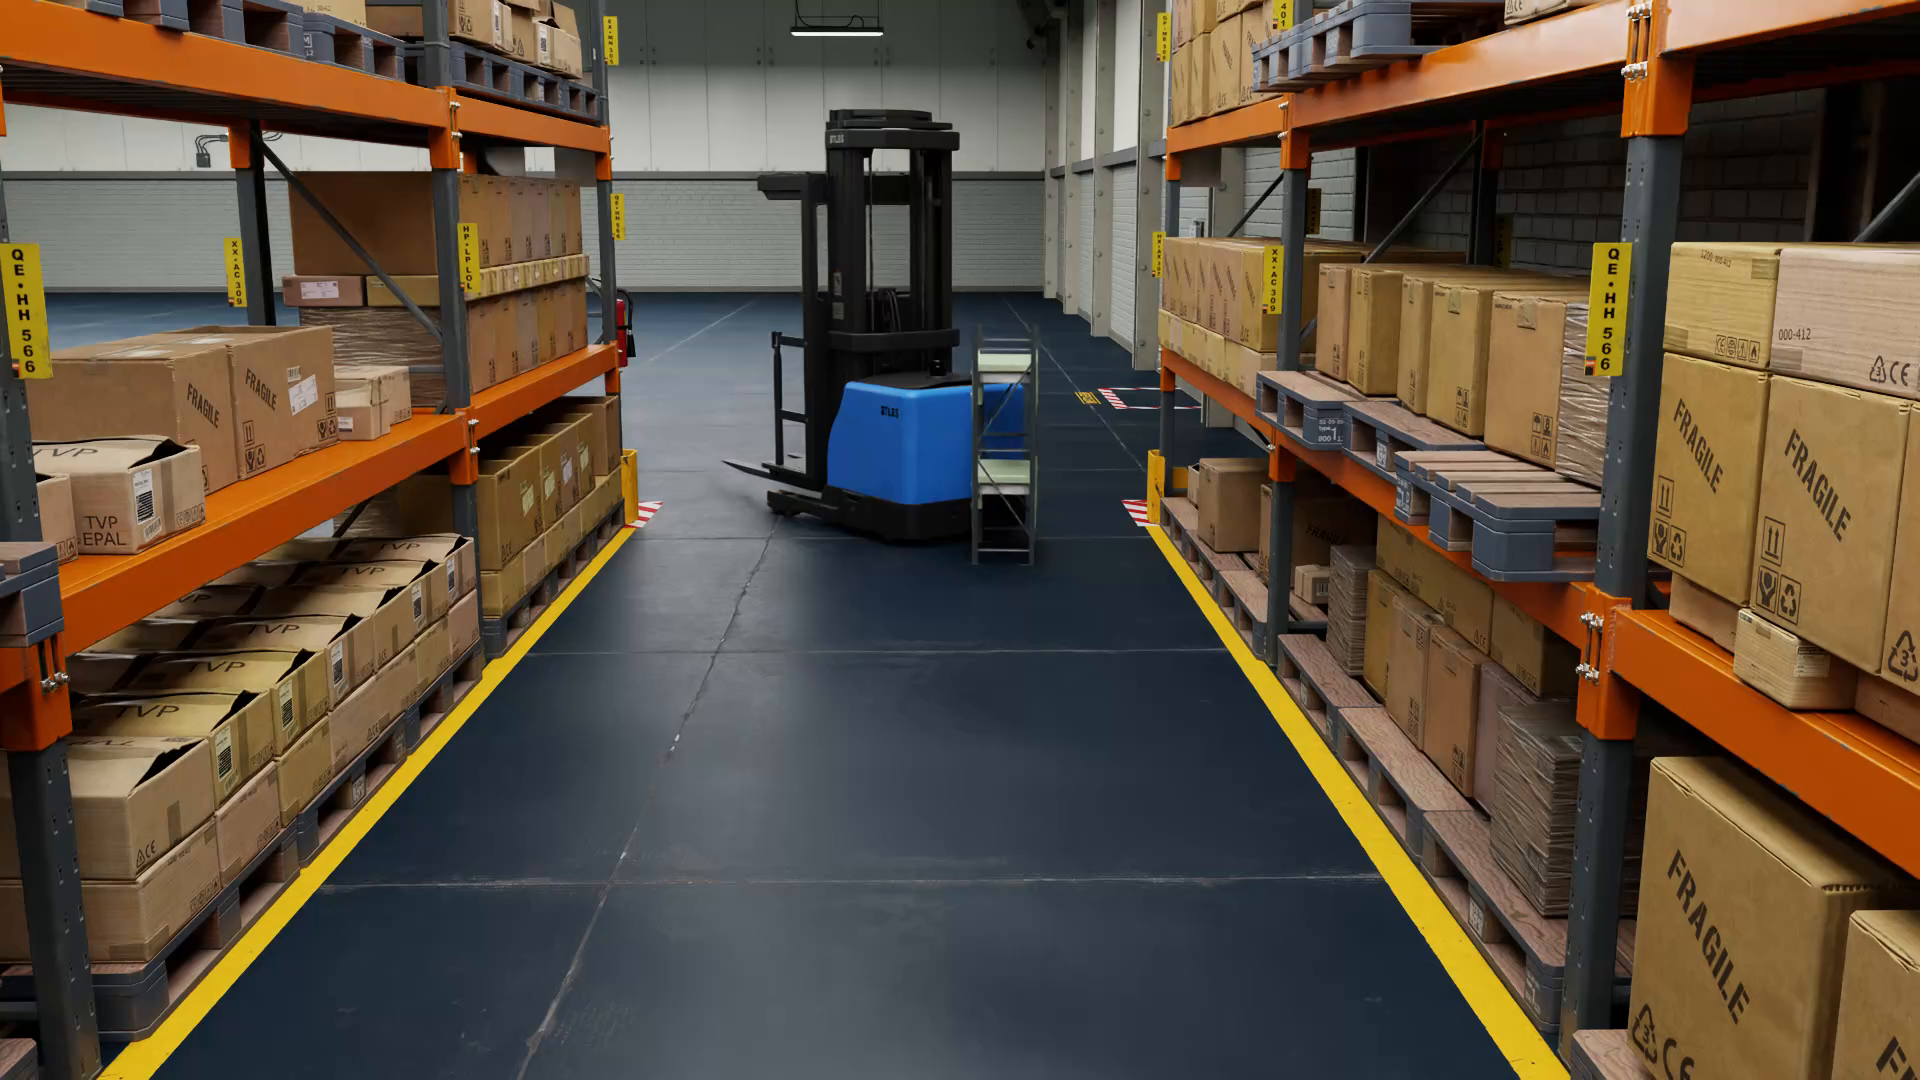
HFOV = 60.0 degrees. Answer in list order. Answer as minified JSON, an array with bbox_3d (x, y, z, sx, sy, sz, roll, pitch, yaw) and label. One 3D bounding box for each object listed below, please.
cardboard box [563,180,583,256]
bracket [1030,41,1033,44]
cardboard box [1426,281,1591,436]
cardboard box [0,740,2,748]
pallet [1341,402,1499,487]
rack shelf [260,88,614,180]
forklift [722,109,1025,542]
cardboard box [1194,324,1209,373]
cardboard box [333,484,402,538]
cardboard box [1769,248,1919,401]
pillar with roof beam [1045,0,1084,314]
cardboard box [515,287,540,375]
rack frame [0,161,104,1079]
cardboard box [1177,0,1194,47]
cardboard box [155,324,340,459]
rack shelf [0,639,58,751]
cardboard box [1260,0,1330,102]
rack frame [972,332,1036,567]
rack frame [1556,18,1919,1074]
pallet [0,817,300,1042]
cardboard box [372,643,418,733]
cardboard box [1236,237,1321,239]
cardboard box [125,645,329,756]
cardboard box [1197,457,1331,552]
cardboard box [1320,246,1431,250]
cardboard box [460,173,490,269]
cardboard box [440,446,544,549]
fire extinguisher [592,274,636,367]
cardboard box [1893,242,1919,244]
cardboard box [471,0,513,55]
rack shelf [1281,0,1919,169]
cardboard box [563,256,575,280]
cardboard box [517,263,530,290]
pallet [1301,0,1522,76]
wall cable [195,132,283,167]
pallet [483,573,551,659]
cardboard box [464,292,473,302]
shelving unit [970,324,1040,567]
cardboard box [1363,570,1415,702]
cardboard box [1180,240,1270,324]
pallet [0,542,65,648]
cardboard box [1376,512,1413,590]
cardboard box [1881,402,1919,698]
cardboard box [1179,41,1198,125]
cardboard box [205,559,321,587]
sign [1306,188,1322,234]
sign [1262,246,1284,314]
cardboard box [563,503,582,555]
[{"bbox_3d":[-2.978,-2.193,11.309,0.700,0.500,0.500,0,11,-1],"label":"cardboard box"},{"bbox_3d":[1.836,-12.599,41.977,0.076,0.066,3.189,0,11,-1],"label":"bracket"},{"bbox_3d":[2.074,-0.648,5.850,0.700,0.500,0.500,0,11,-1],"label":"cardboard box"},{"bbox_3d":[-3.068,0.743,4.803,0.500,0.311,0.500,0,11,0],"label":"cardboard box"},{"bbox_3d":[2.060,-0.342,6.181,1.003,0.211,1.213,0,11,-1],"label":"pallet"},{"bbox_3d":[-2.935,-2.331,9.772,1.077,0.370,4.000,0,11,-1],"label":"rack shelf"},{"bbox_3d":[-0.802,-1.664,12.389,1.130,2.935,3.031,-8,14,-35],"label":"forklift"},{"bbox_3d":[1.707,-1.166,10.087,0.500,0.250,0.500,0,11,-1],"label":"cardboard box"},{"bbox_3d":[-3.120,-0.233,9.136,0.500,0.500,0.500,0,11,-1],"label":"cardboard box"},{"bbox_3d":[1.905,-0.416,3.131,0.500,0.250,0.500,0,11,-2],"label":"cardboard box"},{"bbox_3d":[-1.944,-9.190,34.226,9.100,9.000,0.548,0,11,-1],"label":"pillar with roof beam"},{"bbox_3d":[-2.945,-1.260,9.974,0.700,0.500,0.500,0,11,1],"label":"cardboard box"},{"bbox_3d":[-2.811,-0.021,4.119,1.000,3.000,0.127,0,11,-1],"label":"rack frame"},{"bbox_3d":[1.701,-3.474,10.777,0.500,0.500,0.500,0,11,-2],"label":"cardboard box"},{"bbox_3d":[-2.883,-0.608,6.760,0.500,0.500,0.500,1,11,3],"label":"cardboard box"},{"bbox_3d":[-2.769,0.729,2.231,1.077,0.370,4.000,0,11,-1],"label":"rack shelf"},{"bbox_3d":[1.801,-2.466,8.325,0.500,0.500,0.500,0,11,0],"label":"cardboard box"},{"bbox_3d":[0.279,-0.568,10.587,0.400,1.500,0.023,1,11,3],"label":"rack frame"},{"bbox_3d":[2.142,-0.042,4.223,1.000,3.000,0.127,0,11,-1],"label":"rack frame"},{"bbox_3d":[-2.789,1.182,5.204,1.003,0.211,1.213,0,11,-1],"label":"pallet"},{"bbox_3d":[-2.575,0.609,6.873,0.500,0.250,0.500,0,11,0],"label":"cardboard box"},{"bbox_3d":[2.199,-1.844,11.543,0.500,0.500,0.500,0,11,-2],"label":"cardboard box"},{"bbox_3d":[-2.556,0.535,5.829,0.500,0.311,0.500,-1,11,-3],"label":"cardboard box"},{"bbox_3d":[1.878,-0.226,10.309,0.700,0.500,0.500,-1,12,-5],"label":"cardboard box"},{"bbox_3d":[2.251,-1.338,9.053,0.500,0.500,0.500,0,11,-1],"label":"cardboard box"},{"bbox_3d":[-2.921,-1.690,8.829,0.700,0.500,0.500,0,11,-1],"label":"cardboard box"},{"bbox_3d":[-2.608,-0.235,9.146,0.500,0.500,0.500,0,11,-1],"label":"cardboard box"},{"bbox_3d":[-2.514,-1.599,12.091,0.296,0.674,0.183,0,11,-1],"label":"fire extinguisher"},{"bbox_3d":[2.410,-0.525,3.668,0.500,0.250,0.500,0,11,0],"label":"cardboard box"},{"bbox_3d":[-2.651,-2.726,8.722,0.500,0.311,0.500,-1,12,-4],"label":"cardboard box"},{"bbox_3d":[2.100,-1.557,5.956,1.077,0.370,4.000,0,11,-1],"label":"rack shelf"},{"bbox_3d":[-2.766,-1.800,11.006,0.380,0.149,0.250,0,11,-2],"label":"cardboard box"},{"bbox_3d":[-2.741,-1.545,9.749,0.380,0.149,0.250,0,11,-2],"label":"cardboard box"},{"bbox_3d":[1.990,-1.886,6.240,1.213,0.211,1.003,0,11,-1],"label":"pallet"},{"bbox_3d":[-18.505,-12.565,42.306,2.305,6.003,0.169,0,11,-1],"label":"wall cable"},{"bbox_3d":[-2.868,0.392,9.096,1.003,0.211,1.213,0,11,-1],"label":"pallet"},{"bbox_3d":[-2.711,-1.287,8.477,0.380,0.149,0.250,0,11,0],"label":"cardboard box"},{"bbox_3d":[0.301,-0.641,10.945,0.431,1.500,0.755,1,11,3],"label":"shelving unit"},{"bbox_3d":[2.152,0.421,7.121,0.700,0.500,0.500,0,11,-2],"label":"cardboard box"},{"bbox_3d":[1.690,-1.639,10.536,0.500,0.500,0.500,-1,11,-3],"label":"cardboard box"},{"bbox_3d":[-2.727,0.207,3.476,1.213,0.211,1.003,0,11,-1],"label":"pallet"},{"bbox_3d":[2.103,0.038,7.121,0.500,0.250,0.500,0,11,-2],"label":"cardboard box"},{"bbox_3d":[1.907,0.054,2.701,0.500,0.500,0.500,0,11,-1],"label":"cardboard box"},{"bbox_3d":[1.709,-2.987,10.892,0.500,0.500,0.500,1,11,3],"label":"cardboard box"},{"bbox_3d":[-3.129,0.233,7.314,0.500,0.311,0.500,0,11,-2],"label":"cardboard box"},{"bbox_3d":[2.532,-2.353,11.907,0.100,0.325,0.005,0,11,-1],"label":"sign"},{"bbox_3d":[1.517,-1.258,8.038,0.100,0.325,0.005,0,11,-1],"label":"sign"},{"bbox_3d":[-2.627,-0.066,10.201,0.500,0.250,0.500,0,11,-1],"label":"cardboard box"}]
